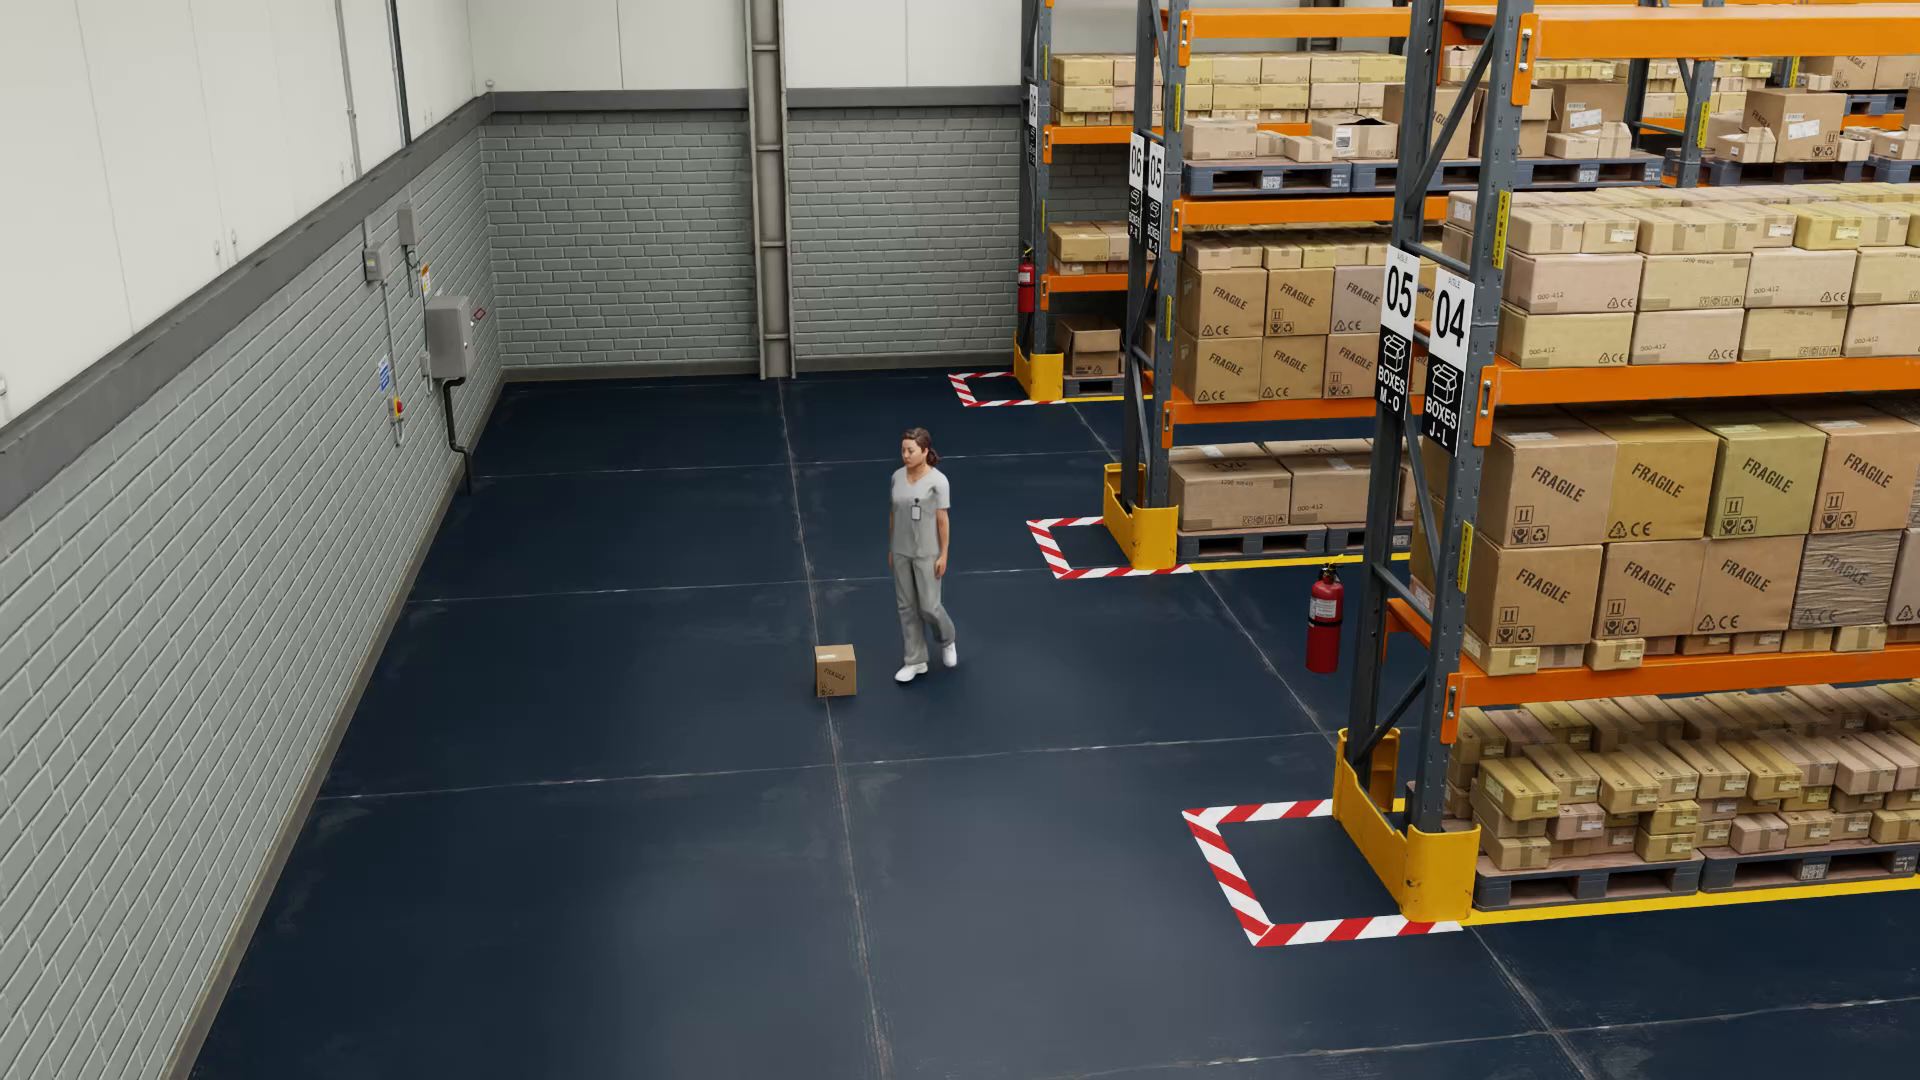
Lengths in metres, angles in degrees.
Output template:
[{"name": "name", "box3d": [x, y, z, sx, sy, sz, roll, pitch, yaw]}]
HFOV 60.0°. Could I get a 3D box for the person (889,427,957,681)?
[{"name": "person", "box3d": [-0.262, 0.080, 10.834, 0.460, 1.666, 0.575, 11, 23, 27]}]
